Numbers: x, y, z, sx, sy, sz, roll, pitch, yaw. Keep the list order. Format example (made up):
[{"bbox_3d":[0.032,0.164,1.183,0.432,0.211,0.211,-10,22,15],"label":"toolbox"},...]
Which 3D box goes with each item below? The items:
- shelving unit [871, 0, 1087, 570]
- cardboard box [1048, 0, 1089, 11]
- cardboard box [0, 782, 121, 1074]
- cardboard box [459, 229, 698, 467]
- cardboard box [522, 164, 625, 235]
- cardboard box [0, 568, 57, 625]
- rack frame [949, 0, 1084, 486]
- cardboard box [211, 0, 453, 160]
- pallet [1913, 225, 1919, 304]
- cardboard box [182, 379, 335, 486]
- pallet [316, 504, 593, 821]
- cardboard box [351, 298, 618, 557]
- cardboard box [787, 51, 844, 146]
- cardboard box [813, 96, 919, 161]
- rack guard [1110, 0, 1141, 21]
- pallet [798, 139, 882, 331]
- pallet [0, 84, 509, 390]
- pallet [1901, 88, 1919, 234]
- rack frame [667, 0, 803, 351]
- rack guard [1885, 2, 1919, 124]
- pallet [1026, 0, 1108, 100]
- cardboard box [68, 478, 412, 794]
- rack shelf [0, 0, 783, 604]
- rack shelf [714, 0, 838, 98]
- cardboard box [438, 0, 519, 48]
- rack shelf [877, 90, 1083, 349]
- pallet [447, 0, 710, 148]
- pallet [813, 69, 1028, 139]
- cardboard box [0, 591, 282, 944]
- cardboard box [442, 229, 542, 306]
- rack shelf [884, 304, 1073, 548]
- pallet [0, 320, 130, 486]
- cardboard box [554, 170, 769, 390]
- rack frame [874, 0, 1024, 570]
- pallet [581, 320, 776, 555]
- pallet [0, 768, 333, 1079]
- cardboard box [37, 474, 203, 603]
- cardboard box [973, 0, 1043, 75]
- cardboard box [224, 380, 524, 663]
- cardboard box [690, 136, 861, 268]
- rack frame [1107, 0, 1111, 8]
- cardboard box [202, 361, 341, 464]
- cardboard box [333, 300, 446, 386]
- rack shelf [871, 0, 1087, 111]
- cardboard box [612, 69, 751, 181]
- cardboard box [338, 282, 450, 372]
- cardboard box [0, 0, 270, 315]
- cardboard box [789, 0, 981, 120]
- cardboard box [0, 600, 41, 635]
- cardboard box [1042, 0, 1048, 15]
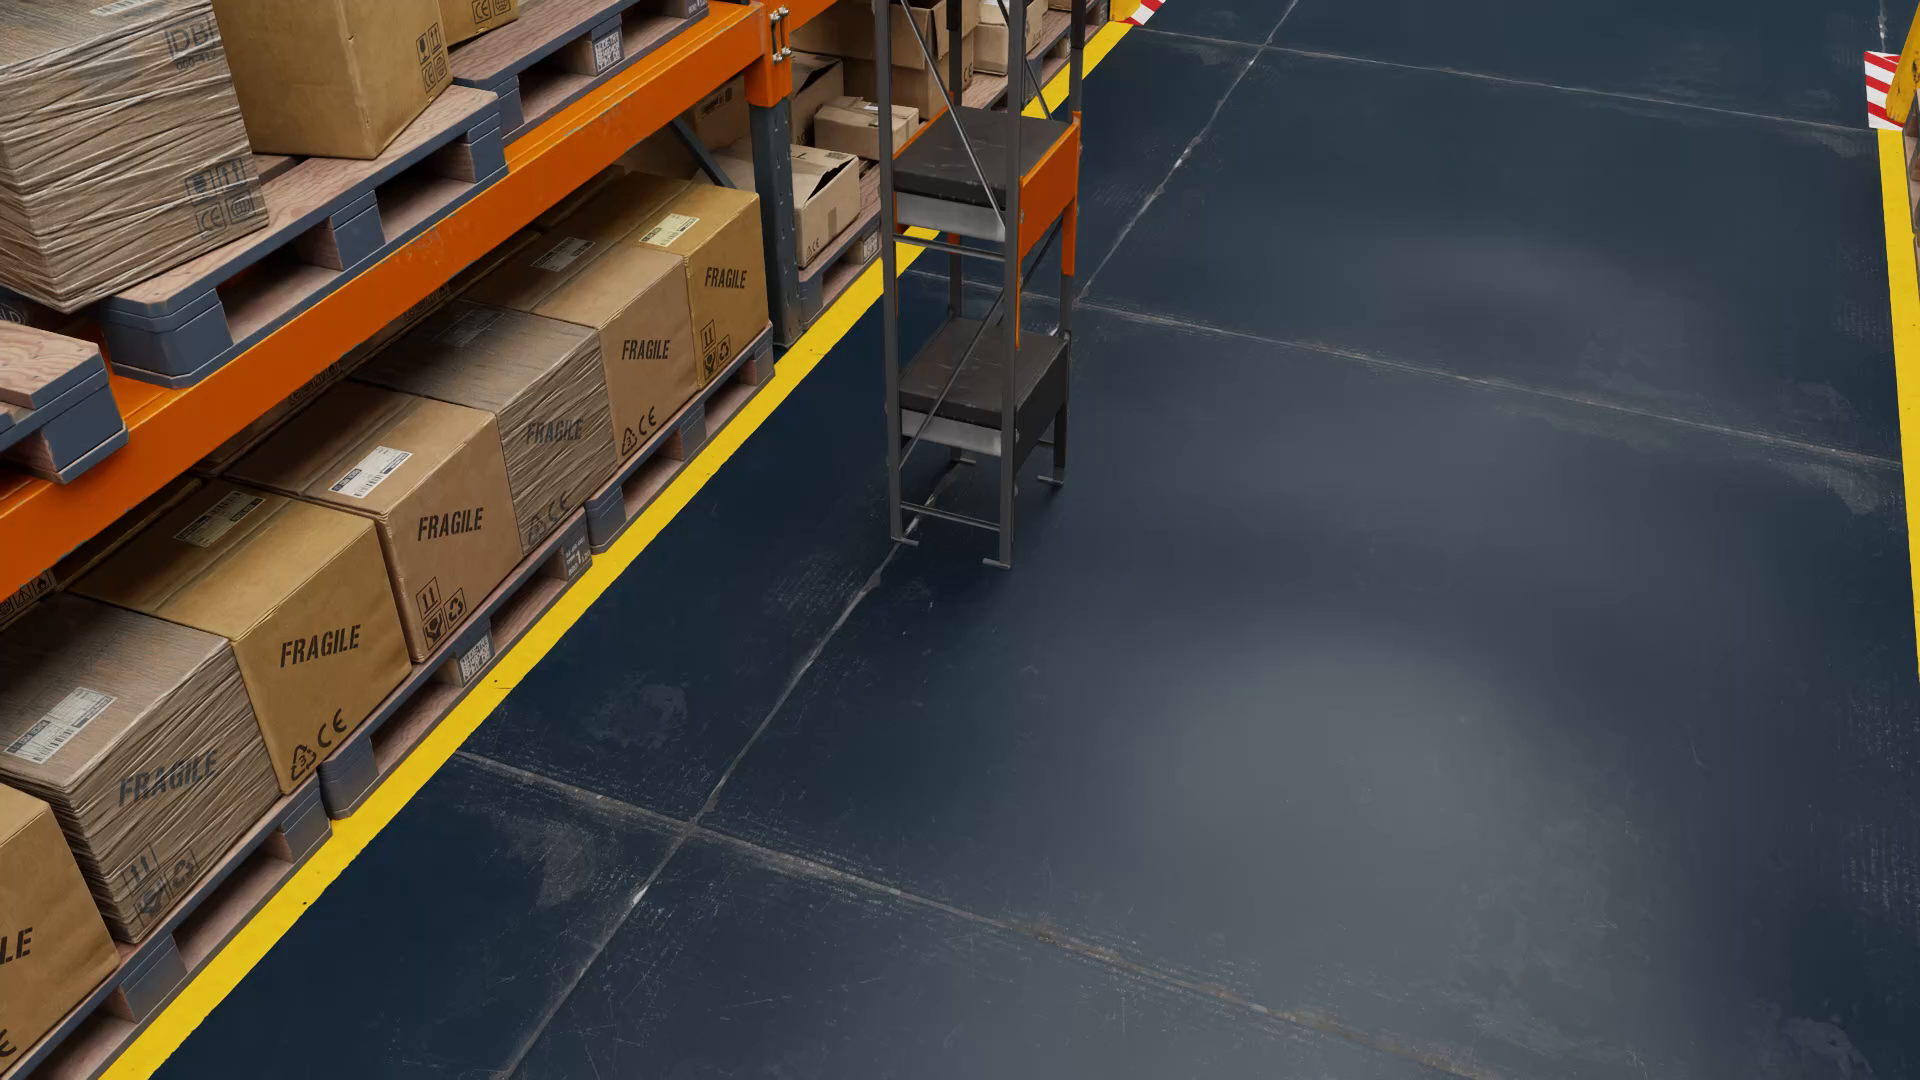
[{"bbox_3d":[0.063,-0.933,4.744,0.431,2.100,0.503,14,39,18],"label":"shelving unit"},{"bbox_3d":[0.465,-3.087,8.595,0.500,0.500,0.500,14,39,18],"label":"cardboard box"},{"bbox_3d":[-2.163,0.798,3.397,0.500,0.500,0.500,15,39,20],"label":"cardboard box"},{"bbox_3d":[-1.197,-0.619,5.293,0.500,0.500,0.500,14,39,18],"label":"cardboard box"},{"bbox_3d":[-1.488,-1.017,5.826,0.500,0.500,0.500,12,38,16],"label":"cardboard box"},{"bbox_3d":[-2.444,0.082,3.730,0.500,0.250,0.500,15,39,19],"label":"cardboard box"},{"bbox_3d":[0.156,-1.068,4.925,0.400,2.100,0.015,14,39,18],"label":"rack frame"},{"bbox_3d":[-1.693,-1.270,4.010,0.700,0.500,0.500,5,37,6],"label":"cardboard box"},{"bbox_3d":[4.208,-0.901,6.279,1.003,0.211,1.213,14,39,18],"label":"pallet"},{"bbox_3d":[-2.070,-0.164,4.685,0.500,0.500,0.500,12,39,16],"label":"cardboard box"},{"bbox_3d":[-1.816,0.199,4.807,1.003,0.211,1.213,14,39,18],"label":"pallet"},{"bbox_3d":[-1.388,-0.342,4.922,0.500,0.500,0.500,14,39,18],"label":"cardboard box"},{"bbox_3d":[-0.838,-1.949,7.230,0.500,0.311,0.500,14,39,18],"label":"cardboard box"},{"bbox_3d":[-0.399,-1.760,7.098,0.380,0.166,0.250,14,39,18],"label":"cardboard box"},{"bbox_3d":[0.415,-3.226,9.148,1.175,0.500,0.348,14,39,18],"label":"rack guard"},{"bbox_3d":[-0.816,-1.317,6.836,1.003,0.211,1.213,14,39,18],"label":"pallet"},{"bbox_3d":[-1.865,-0.841,4.029,1.003,0.211,1.213,14,39,18],"label":"pallet"},{"bbox_3d":[4.673,-1.574,7.179,1.003,0.211,1.213,14,39,18],"label":"pallet"},{"bbox_3d":[-1.078,-2.054,5.493,1.000,3.000,0.127,14,39,18],"label":"rack frame"},{"bbox_3d":[5.020,-2.154,7.714,1.175,0.500,0.348,14,39,18],"label":"rack guard"},{"bbox_3d":[0.112,-2.668,8.644,1.003,0.211,1.213,14,39,18],"label":"pallet"},{"bbox_3d":[-1.773,0.231,4.156,0.500,0.500,0.500,13,39,17],"label":"cardboard box"},{"bbox_3d":[-1.839,-0.659,4.227,1.077,0.370,4.000,14,39,18],"label":"rack shelf"},{"bbox_3d":[-0.317,-2.874,7.190,1.077,0.370,4.000,14,39,18],"label":"rack shelf"},{"bbox_3d":[-1.668,-1.656,4.526,0.700,0.500,0.500,20,41,25],"label":"cardboard box"},{"bbox_3d":[0.063,-0.922,4.752,0.431,0.518,0.480,14,39,18],"label":"rack shelf"},{"bbox_3d":[-1.483,-1.560,4.992,1.003,0.211,1.213,14,39,18],"label":"pallet"},{"bbox_3d":[-0.353,-1.995,7.743,1.003,0.211,1.213,14,39,18],"label":"pallet"},{"bbox_3d":[-1.969,0.507,3.786,0.500,0.500,0.500,12,39,16],"label":"cardboard box"},{"bbox_3d":[-1.680,-0.719,5.427,0.500,0.500,0.500,14,39,18],"label":"cardboard box"},{"bbox_3d":[0.063,-0.361,5.171,0.431,0.518,0.480,14,39,18],"label":"rack shelf"},{"bbox_3d":[-2.407,-0.154,3.111,1.213,0.211,1.003,14,39,18],"label":"pallet"},{"bbox_3d":[-1.001,-0.891,5.657,0.500,0.500,0.500,14,39,17],"label":"cardboard box"},{"bbox_3d":[-0.030,-0.798,4.563,0.400,2.100,0.015,14,39,18],"label":"rack frame"},{"bbox_3d":[-1.353,-0.478,5.714,1.003,0.211,1.213,14,39,18],"label":"pallet"},{"bbox_3d":[-2.281,0.872,3.906,1.003,0.211,1.213,14,39,18],"label":"pallet"},{"bbox_3d":[-2.264,0.128,4.294,0.500,0.500,0.500,12,39,16],"label":"cardboard box"},{"bbox_3d":[0.075,-2.468,7.975,0.500,0.250,0.500,14,39,18],"label":"cardboard box"},{"bbox_3d":[-1.580,-0.059,4.544,0.500,0.500,0.500,13,39,16],"label":"cardboard box"},{"bbox_3d":[-0.719,-1.337,6.411,0.500,0.311,0.500,14,39,18],"label":"cardboard box"},{"bbox_3d":[0.444,-4.269,8.456,1.000,3.000,0.127,14,39,18],"label":"rack frame"},{"bbox_3d":[-2.059,-0.486,4.489,0.500,0.250,0.500,13,39,17],"label":"cardboard box"},{"bbox_3d":[-1.877,-0.444,5.059,0.500,0.500,0.500,14,39,18],"label":"cardboard box"},{"bbox_3d":[0.063,-1.482,4.333,0.431,0.518,0.480,14,39,18],"label":"rack shelf"},{"bbox_3d":[-1.124,-1.609,6.618,0.500,0.500,0.500,14,39,18],"label":"cardboard box"},{"bbox_3d":[-1.868,-0.764,4.860,0.500,0.250,0.500,14,39,18],"label":"cardboard box"},{"bbox_3d":[-1.940,-0.885,3.495,0.700,0.500,0.500,21,42,26],"label":"cardboard box"},{"bbox_3d":[-0.368,-2.272,7.502,0.797,0.503,0.637,14,39,18],"label":"cardboard box"},{"bbox_3d":[-2.462,0.414,3.911,0.500,0.500,0.500,15,39,20],"label":"cardboard box"},{"bbox_3d":[0.227,-2.749,8.422,0.380,0.166,0.250,14,39,18],"label":"cardboard box"}]
